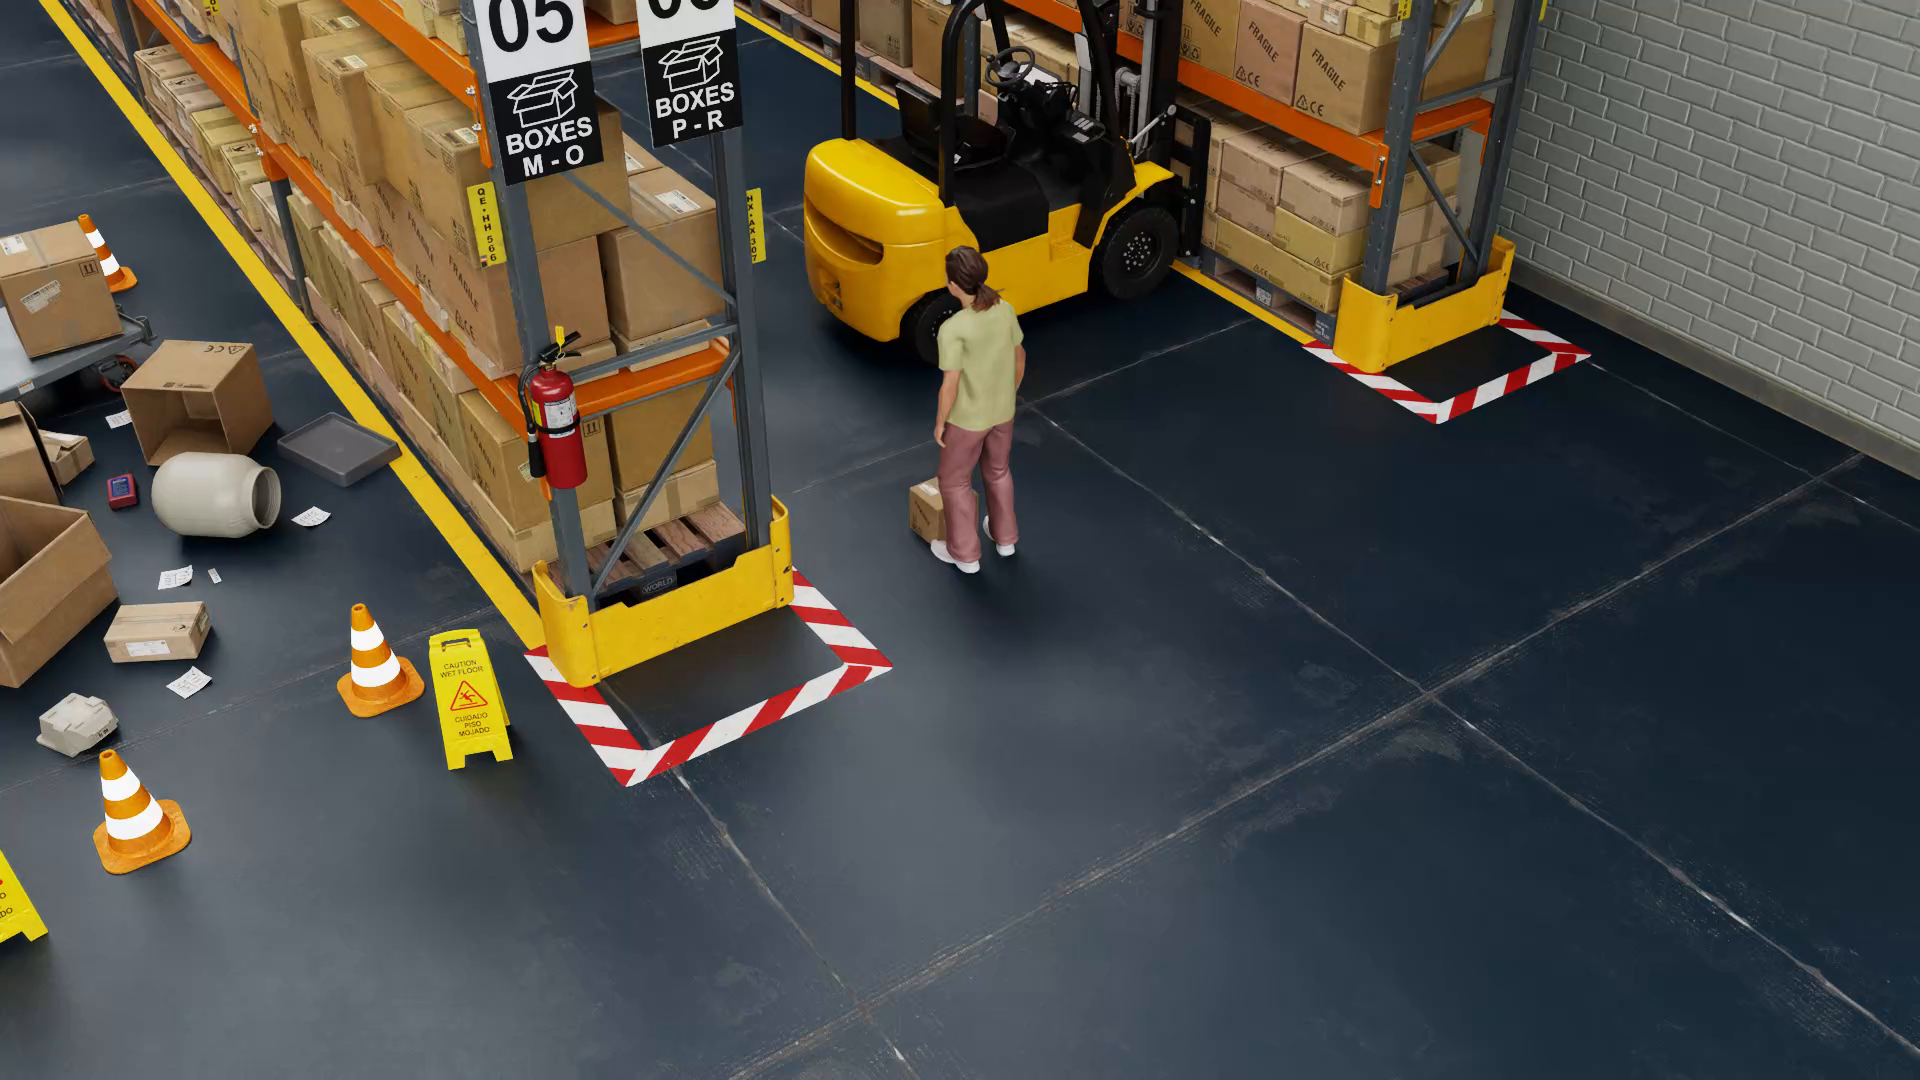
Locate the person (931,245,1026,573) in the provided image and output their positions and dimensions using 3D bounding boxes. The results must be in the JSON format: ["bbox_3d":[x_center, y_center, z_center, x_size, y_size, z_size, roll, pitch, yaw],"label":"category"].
[{"bbox_3d":[0.072,-0.598,7.811,0.499,1.672,0.357,-24,43,-29],"label":"person"}]
